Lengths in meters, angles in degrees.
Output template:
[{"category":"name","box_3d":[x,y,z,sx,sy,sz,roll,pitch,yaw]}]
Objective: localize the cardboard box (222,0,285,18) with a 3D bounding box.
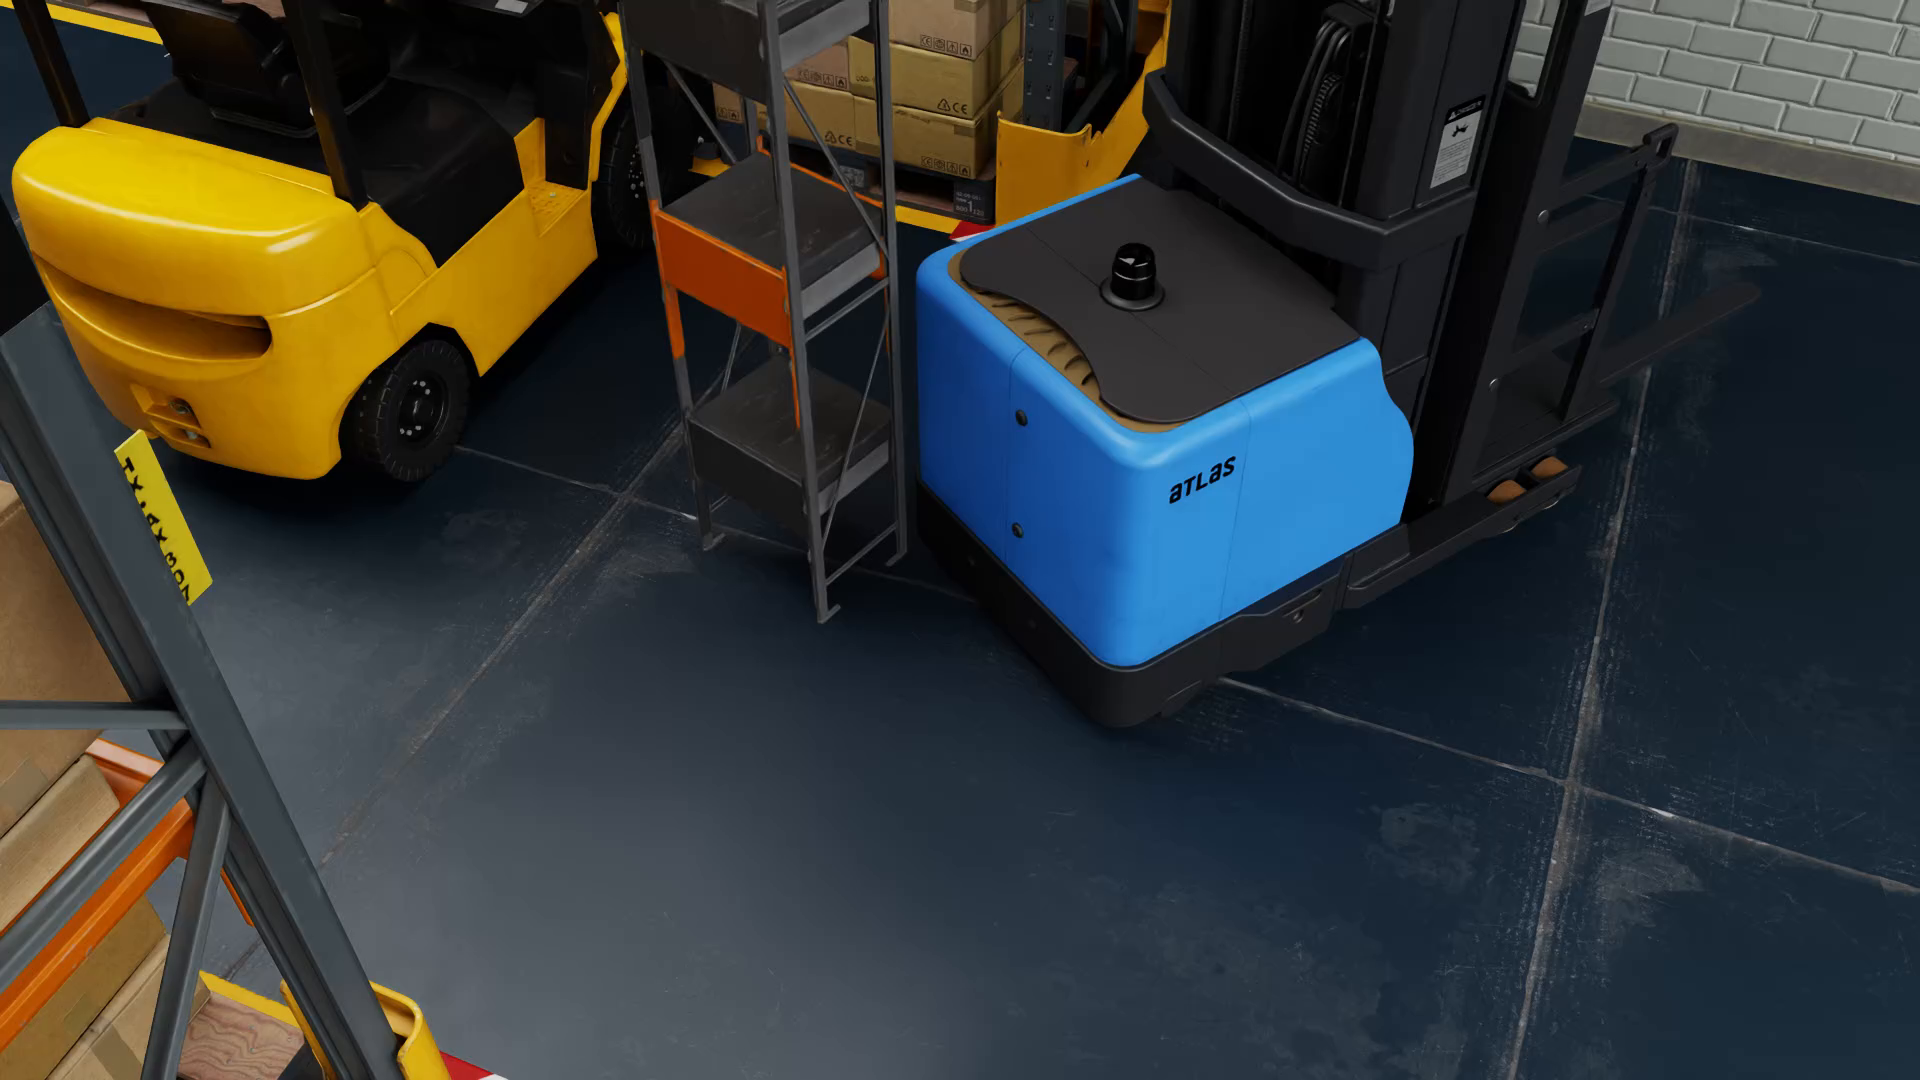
[{"category":"cardboard box","box_3d":[-2.895,-2.501,7.289,0.500,0.250,0.500,17,47,16]}]

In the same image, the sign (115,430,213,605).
[{"category":"sign","box_3d":[-1.222,-0.016,2.525,0.005,0.325,0.100,16,47,16]}]

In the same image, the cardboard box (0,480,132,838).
[{"category":"cardboard box","box_3d":[-1.761,0.194,2.646,0.500,0.500,0.500,16,47,15]}]

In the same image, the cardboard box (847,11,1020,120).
[{"category":"cardboard box","box_3d":[-0.092,-1.868,6.298,0.500,0.250,0.500,16,47,15]}]

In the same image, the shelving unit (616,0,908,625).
[{"category":"shelving unit","box_3d":[-0.488,-0.709,4.473,0.503,2.100,0.431,30,52,27]}]

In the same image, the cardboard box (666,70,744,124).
[{"category":"cardboard box","box_3d":[-0.992,-1.967,6.752,0.500,0.250,0.500,17,47,16]}]

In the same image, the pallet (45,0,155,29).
[{"category":"pallet","box_3d":[-3.909,-2.860,7.975,1.213,0.211,1.003,16,47,16]}]

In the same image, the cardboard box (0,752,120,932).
[{"category":"cardboard box","box_3d":[-1.664,0.506,2.793,0.250,0.149,0.380,17,47,16]}]

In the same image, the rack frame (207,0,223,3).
[{"category":"rack frame","box_3d":[-3.214,-3.674,6.816,0.127,3.000,1.000,16,47,16]}]

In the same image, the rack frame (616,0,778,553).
[{"category":"rack frame","box_3d":[-0.677,-0.818,4.583,0.015,2.100,0.400,30,52,27]}]

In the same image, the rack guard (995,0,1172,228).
[{"category":"rack guard","box_3d":[0.499,-1.695,6.599,0.348,0.500,1.175,16,47,16]}]

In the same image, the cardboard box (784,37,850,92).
[{"category":"cardboard box","box_3d":[-0.551,-2.011,6.442,0.500,0.250,0.500,16,47,15]}]

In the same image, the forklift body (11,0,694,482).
[{"category":"forklift body","box_3d":[-1.975,-1.614,5.348,1.214,2.155,2.313,16,47,16]}]

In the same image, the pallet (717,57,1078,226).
[{"category":"pallet","box_3d":[-0.245,-1.780,6.889,1.213,0.211,1.003,16,47,16]}]

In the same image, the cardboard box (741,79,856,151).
[{"category":"cardboard box","box_3d":[-0.533,-1.825,6.609,0.500,0.250,0.500,16,47,16]}]

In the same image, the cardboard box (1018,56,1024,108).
[{"category":"cardboard box","box_3d":[0.099,-2.023,6.808,0.500,0.250,0.500,17,47,16]}]

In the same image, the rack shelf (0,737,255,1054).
[{"category":"rack shelf","box_3d":[-3.276,0.356,3.275,4.000,0.370,1.077,16,47,16]}]

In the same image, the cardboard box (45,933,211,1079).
[{"category":"cardboard box","box_3d":[-2.068,1.071,3.699,0.500,0.250,0.500,16,47,16]}]

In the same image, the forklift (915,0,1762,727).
[{"category":"forklift","box_3d":[1.368,-1.346,4.524,3.031,2.935,1.130,-26,50,-24]}]

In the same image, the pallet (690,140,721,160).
[{"category":"pallet","box_3d":[-1.367,-2.112,7.223,1.213,0.211,1.003,16,47,16]}]

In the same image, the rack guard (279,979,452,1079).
[{"category":"rack guard","box_3d":[-1.500,1.510,3.378,0.348,0.500,1.175,16,47,16]}]

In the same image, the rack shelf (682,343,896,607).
[{"category":"rack shelf","box_3d":[-0.486,-0.203,4.977,0.480,0.518,0.431,30,52,27]}]

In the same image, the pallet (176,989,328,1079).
[{"category":"pallet","box_3d":[-2.237,1.369,3.725,1.213,0.211,1.003,16,47,16]}]

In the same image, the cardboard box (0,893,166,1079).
[{"category":"cardboard box","box_3d":[-2.091,0.799,3.440,0.500,0.500,0.500,15,47,15]}]

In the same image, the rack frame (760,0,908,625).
[{"category":"rack frame","box_3d":[-0.298,-0.601,4.364,0.015,2.100,0.400,30,52,27]}]

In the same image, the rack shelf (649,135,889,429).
[{"category":"rack shelf","box_3d":[-0.488,-0.700,4.483,0.480,0.518,0.431,30,52,27]}]

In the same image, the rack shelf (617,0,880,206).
[{"category":"rack shelf","box_3d":[-0.489,-1.196,3.989,0.480,0.518,0.431,30,52,27]}]

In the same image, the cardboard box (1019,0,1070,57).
[{"category":"cardboard box","box_3d":[0.123,-2.202,6.634,0.500,0.250,0.500,17,47,17]}]

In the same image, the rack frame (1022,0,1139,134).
[{"category":"rack frame","box_3d":[0.477,-2.588,5.724,0.127,3.000,1.000,16,47,16]}]

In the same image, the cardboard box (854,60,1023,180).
[{"category":"cardboard box","box_3d":[-0.078,-1.684,6.467,0.500,0.250,0.500,17,47,16]}]

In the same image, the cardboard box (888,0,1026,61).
[{"category":"cardboard box","box_3d":[-0.068,-2.038,6.115,0.500,0.250,0.500,18,48,17]}]

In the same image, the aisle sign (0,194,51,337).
[{"category":"aisle sign","box_3d":[-1.254,-0.462,1.745,0.004,0.787,0.394,16,47,16]}]
